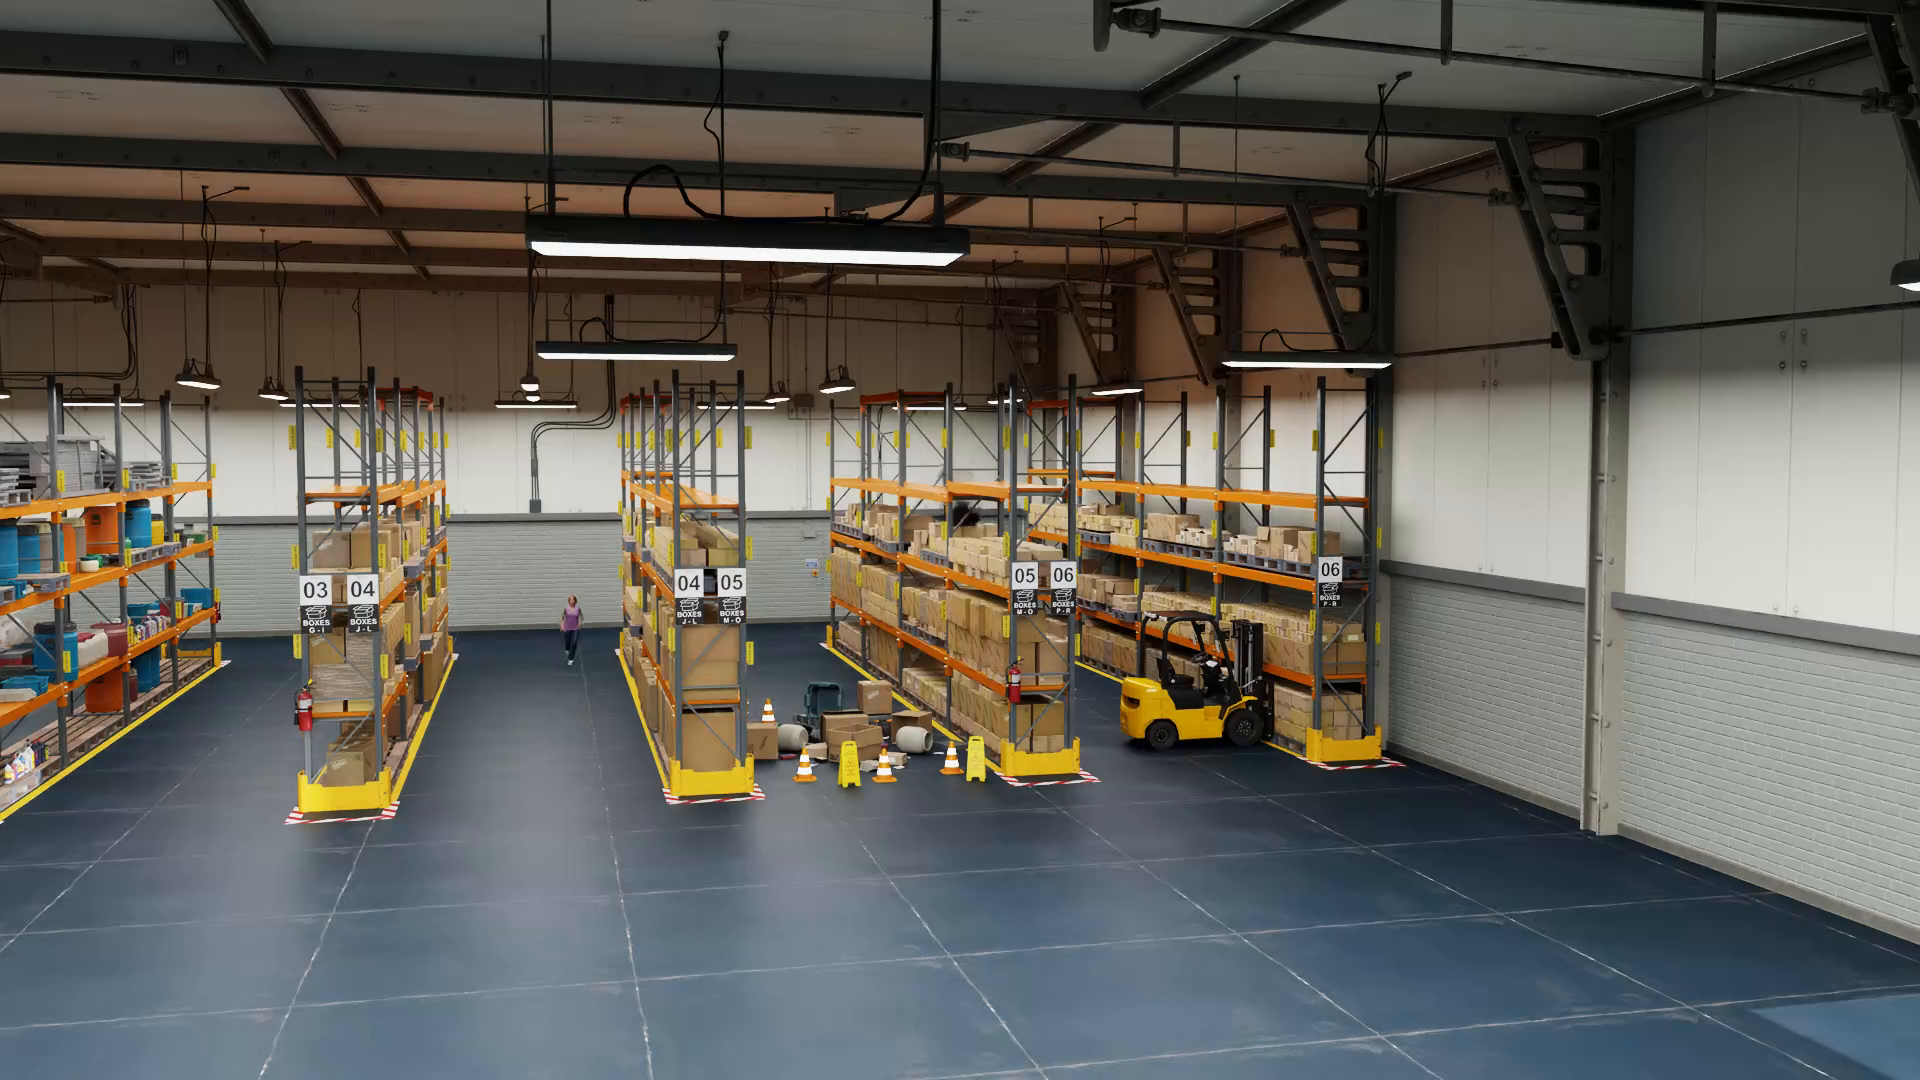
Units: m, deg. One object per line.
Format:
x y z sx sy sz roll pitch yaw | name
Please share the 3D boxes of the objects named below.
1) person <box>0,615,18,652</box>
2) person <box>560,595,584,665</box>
-19.052 2.239 33.031 0.613 1.607 0.631 -1 4 -22 | person
-8.692 2.012 37.262 0.535 1.556 0.581 -1 4 -17 | person
